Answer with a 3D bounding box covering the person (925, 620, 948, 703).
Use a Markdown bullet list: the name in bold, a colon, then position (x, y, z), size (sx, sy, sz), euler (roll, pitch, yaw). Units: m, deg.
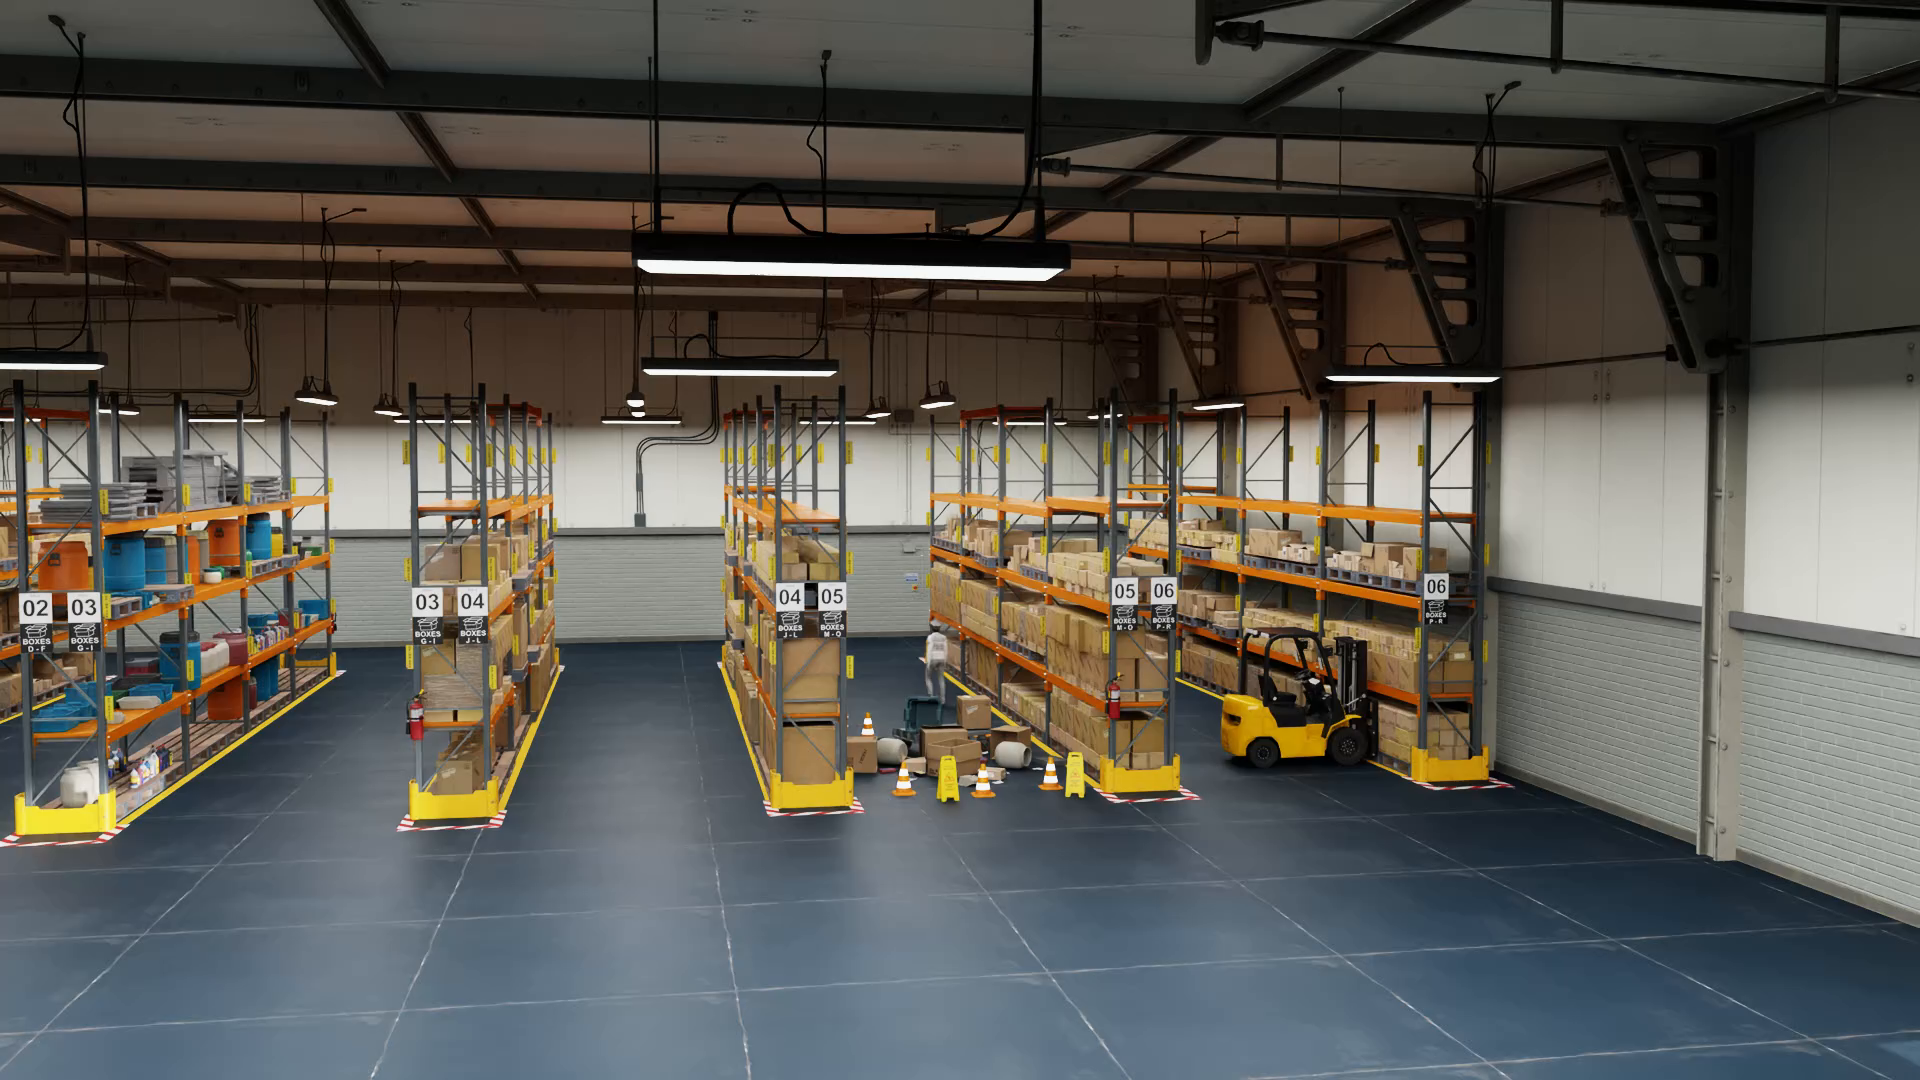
- **person**: position (-0.453, 2.478, 33.514), size (0.520, 1.718, 0.531), euler (-2, 3, -30)
